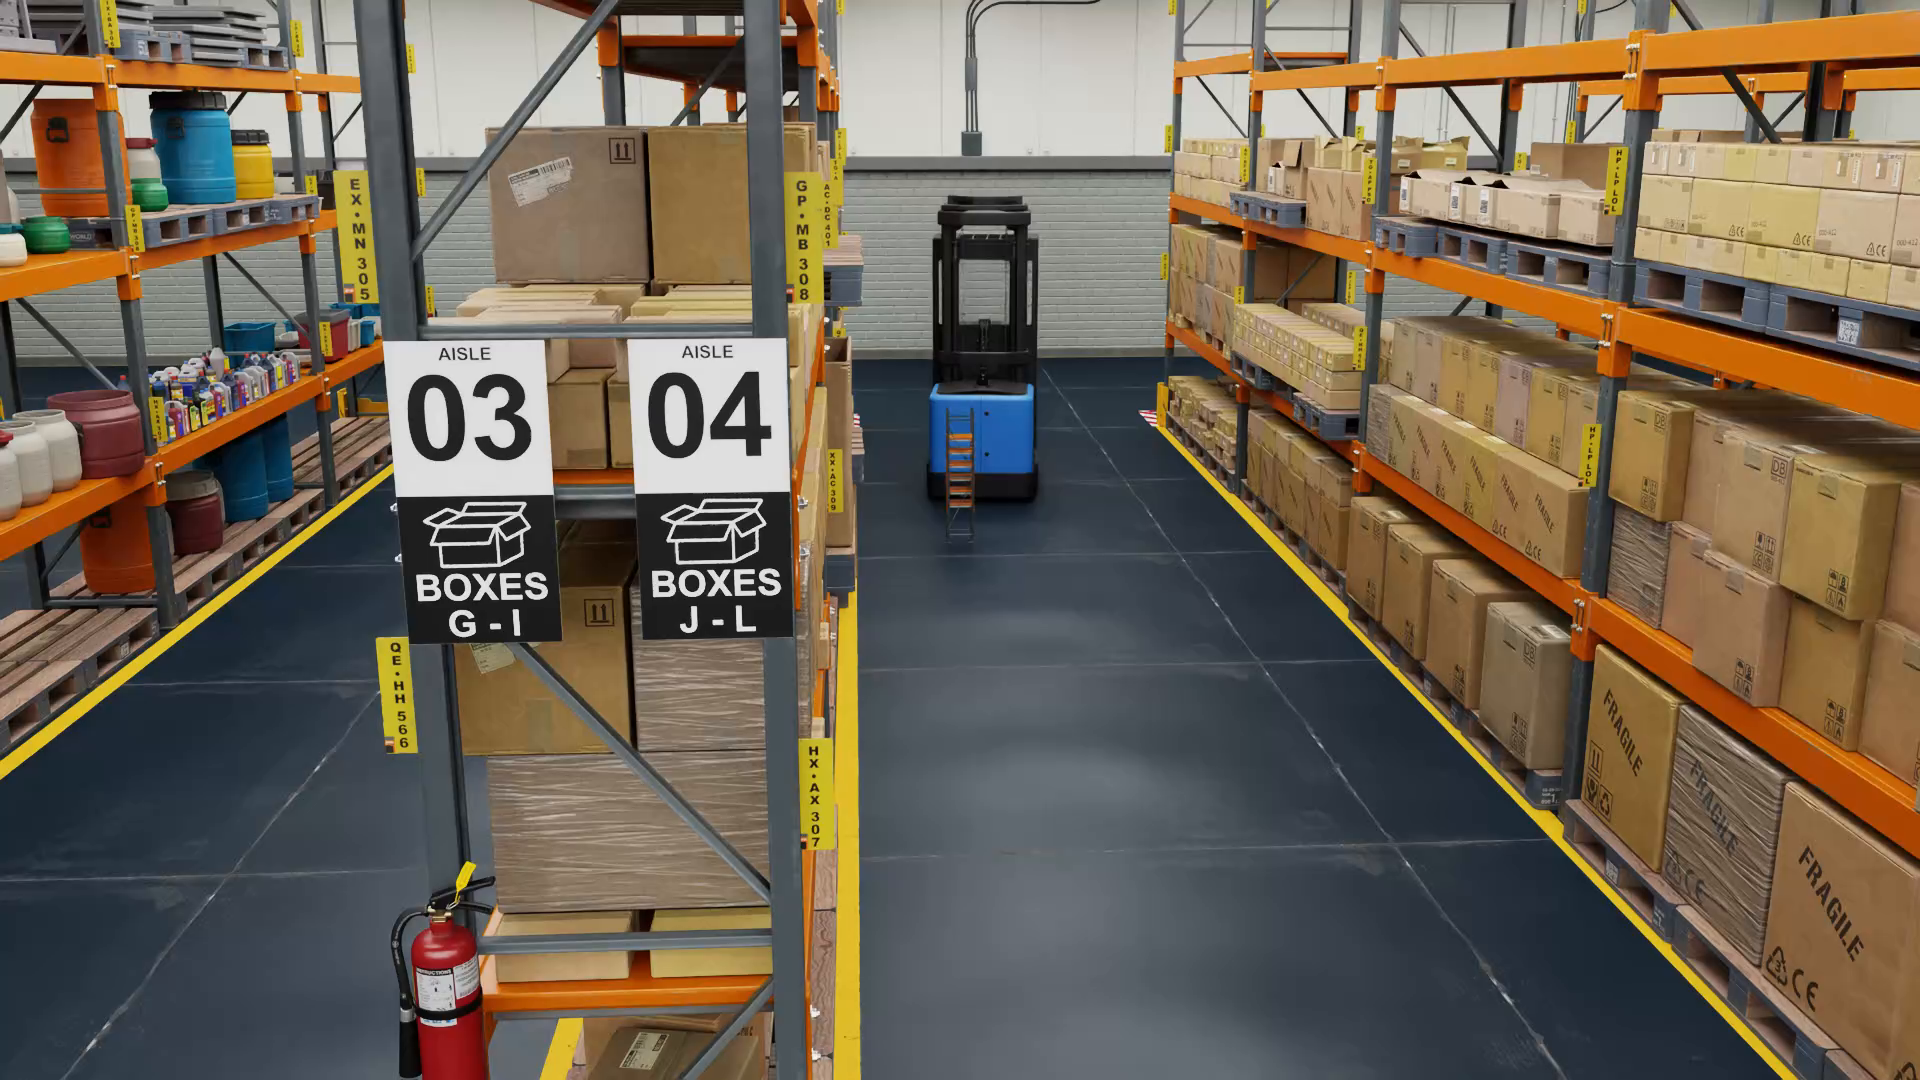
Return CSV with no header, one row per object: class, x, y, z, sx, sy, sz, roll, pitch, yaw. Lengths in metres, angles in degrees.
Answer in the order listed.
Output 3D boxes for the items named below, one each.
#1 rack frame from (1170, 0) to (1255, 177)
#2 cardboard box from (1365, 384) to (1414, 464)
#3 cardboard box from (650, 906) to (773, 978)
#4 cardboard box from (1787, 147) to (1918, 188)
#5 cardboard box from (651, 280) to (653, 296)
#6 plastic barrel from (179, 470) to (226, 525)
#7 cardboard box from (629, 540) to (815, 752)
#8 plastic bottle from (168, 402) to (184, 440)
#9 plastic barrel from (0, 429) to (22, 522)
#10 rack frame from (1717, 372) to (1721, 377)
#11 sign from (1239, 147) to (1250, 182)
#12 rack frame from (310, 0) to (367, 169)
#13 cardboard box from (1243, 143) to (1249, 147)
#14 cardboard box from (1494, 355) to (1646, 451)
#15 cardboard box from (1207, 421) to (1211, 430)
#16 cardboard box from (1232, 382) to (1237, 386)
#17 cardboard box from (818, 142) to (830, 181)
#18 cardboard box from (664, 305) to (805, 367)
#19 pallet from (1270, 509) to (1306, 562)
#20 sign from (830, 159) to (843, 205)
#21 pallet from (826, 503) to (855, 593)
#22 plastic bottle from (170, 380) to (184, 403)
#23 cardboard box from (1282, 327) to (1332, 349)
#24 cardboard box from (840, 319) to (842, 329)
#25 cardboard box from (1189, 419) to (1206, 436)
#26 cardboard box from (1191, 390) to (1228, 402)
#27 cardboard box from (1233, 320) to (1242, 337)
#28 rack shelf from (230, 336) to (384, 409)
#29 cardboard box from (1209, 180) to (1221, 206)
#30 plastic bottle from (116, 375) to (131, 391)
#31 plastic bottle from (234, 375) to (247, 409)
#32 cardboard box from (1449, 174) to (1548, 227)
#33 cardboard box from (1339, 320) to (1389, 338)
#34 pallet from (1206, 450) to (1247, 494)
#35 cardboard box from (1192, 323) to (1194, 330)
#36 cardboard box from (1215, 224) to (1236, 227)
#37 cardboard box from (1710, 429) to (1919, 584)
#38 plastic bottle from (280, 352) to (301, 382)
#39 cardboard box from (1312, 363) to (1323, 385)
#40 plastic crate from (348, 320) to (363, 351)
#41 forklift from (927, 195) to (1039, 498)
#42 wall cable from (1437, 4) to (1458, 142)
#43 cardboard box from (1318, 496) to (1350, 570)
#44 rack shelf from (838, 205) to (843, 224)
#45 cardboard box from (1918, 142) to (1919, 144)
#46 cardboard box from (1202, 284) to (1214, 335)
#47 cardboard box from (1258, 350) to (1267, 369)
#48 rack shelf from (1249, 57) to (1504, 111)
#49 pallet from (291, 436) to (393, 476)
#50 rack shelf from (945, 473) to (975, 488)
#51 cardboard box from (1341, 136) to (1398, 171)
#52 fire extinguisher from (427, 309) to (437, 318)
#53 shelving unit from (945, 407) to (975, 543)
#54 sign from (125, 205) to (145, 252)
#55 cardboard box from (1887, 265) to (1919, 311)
rack frame,3.028,-5.810,19.550,1.000,3.000,0.127,-1,14,-3
cardboard box,3.282,-0.848,12.102,0.500,0.500,0.500,-1,14,-3
cardboard box,-0.717,1.173,4.953,0.380,0.149,0.250,-1,14,-3
cardboard box,3.535,-1.477,6.589,0.380,0.149,0.250,-1,14,-4
cardboard box,-1.310,-0.904,6.003,0.380,0.149,0.250,-2,15,-6
plastic barrel,-6.618,-0.327,14.429,0.421,0.512,0.421,0,14,0
cardboard box,-0.700,0.308,5.006,0.500,0.500,0.500,-1,14,-3
plastic bottle,-6.056,-0.926,12.840,0.061,0.283,0.133,-1,14,-3
plastic barrel,-6.041,-0.390,10.250,0.433,0.535,0.433,0,14,0
rack frame,8.210,-2.012,16.826,1.000,3.000,0.127,-1,14,-3
sign,2.735,-3.603,15.953,0.100,0.325,0.005,-1,14,-3
rack frame,-6.872,-5.683,19.053,1.000,3.000,0.127,-1,14,-3
cardboard box,2.983,-3.799,16.250,0.380,0.149,0.250,-2,15,-6
cardboard box,3.670,-0.830,10.026,0.700,0.500,0.500,-1,14,-3
cardboard box,2.926,-1.278,18.255,0.380,0.149,0.250,-2,15,-6
cardboard box,3.415,-1.762,19.541,0.380,0.149,0.250,-1,14,-5
cardboard box,-1.111,-2.365,10.975,0.500,0.500,0.500,-1,14,-4
cardboard box,-0.643,-0.586,4.764,0.380,0.149,0.250,-1,14,-2
pallet,3.404,-0.062,14.844,1.003,0.211,1.213,-1,14,-3
sign,-0.891,-2.575,11.957,0.100,0.325,0.005,-1,14,-3
pallet,-1.088,0.031,9.270,1.003,0.211,1.213,-1,14,-3
plastic bottle,-6.781,-1.284,14.395,0.097,0.201,0.097,0,14,0
cardboard box,2.958,-1.722,14.166,0.380,0.149,0.250,0,14,-1
cardboard box,-1.475,-2.175,17.164,0.500,0.250,0.500,-1,14,-4
cardboard box,2.807,-1.277,18.847,0.380,0.149,0.250,-2,15,-6
cardboard box,2.852,-1.620,18.986,0.380,0.149,0.250,0,14,-1
cardboard box,2.841,-2.031,15.965,0.380,0.149,0.250,-1,14,-3
rack shelf,-6.748,-1.931,17.957,1.077,0.370,4.000,-1,14,-3
cardboard box,2.924,-3.659,17.508,0.500,0.250,0.500,-1,14,-4
plastic bottle,-6.867,-1.182,13.700,0.144,0.351,0.185,-1,14,-3
plastic bottle,-6.141,-1.269,14.171,0.061,0.283,0.133,-1,14,-3
cardboard box,3.412,-2.141,10.444,0.500,0.311,0.500,-1,14,-4
cardboard box,3.575,-1.859,14.700,0.380,0.149,0.250,-2,15,-6
pallet,3.199,-0.726,17.426,1.003,0.211,1.213,-1,14,-3
cardboard box,2.894,-2.505,19.247,0.380,0.149,0.250,0,14,-1
cardboard box,3.304,-3.472,19.696,0.500,0.500,0.500,-1,14,-5
cardboard box,3.806,-0.153,7.132,0.875,0.550,0.550,-1,14,-3
plastic bottle,-6.277,-1.629,15.588,0.152,0.276,0.135,-1,14,-3
cardboard box,3.020,-1.323,13.215,0.380,0.149,0.250,0,14,-1
plastic crate,-6.535,-2.137,17.428,0.437,0.282,0.530,-1,14,-3
forklift,0.272,-2.150,17.499,1.130,2.935,3.031,1,14,3
wall cable,7.328,-7.322,25.426,0.463,3.000,0.029,-1,14,-3
cardboard box,3.222,-0.068,13.444,0.500,0.500,0.500,-1,14,-4
rack shelf,-1.805,-3.461,17.880,1.077,0.370,4.000,-1,14,-3
cardboard box,8.207,-2.965,13.466,0.700,0.500,0.500,-2,15,-6
cardboard box,2.903,-2.472,17.815,0.500,0.500,0.500,-1,14,-4
cardboard box,2.906,-1.630,15.004,0.380,0.149,0.250,-2,15,-6
rack shelf,3.400,-3.776,13.890,1.077,0.370,4.000,-1,14,-3
pallet,-6.787,-0.918,18.172,1.003,0.211,1.213,-1,14,-3
rack shelf,0.001,-0.534,14.874,0.258,0.103,0.180,-1,14,-3
cardboard box,3.192,-3.011,12.953,0.396,0.266,0.258,-1,14,-3
fire extinguisher,-6.428,-2.604,20.030,0.296,0.674,0.183,-1,14,-3
shelving unit,0.001,-0.577,14.863,0.258,1.200,0.189,-1,14,-3
sign,-5.828,-2.200,11.747,0.100,0.325,0.005,-1,14,-3
cardboard box,3.582,-0.902,5.954,0.380,0.149,0.250,-1,14,-3
